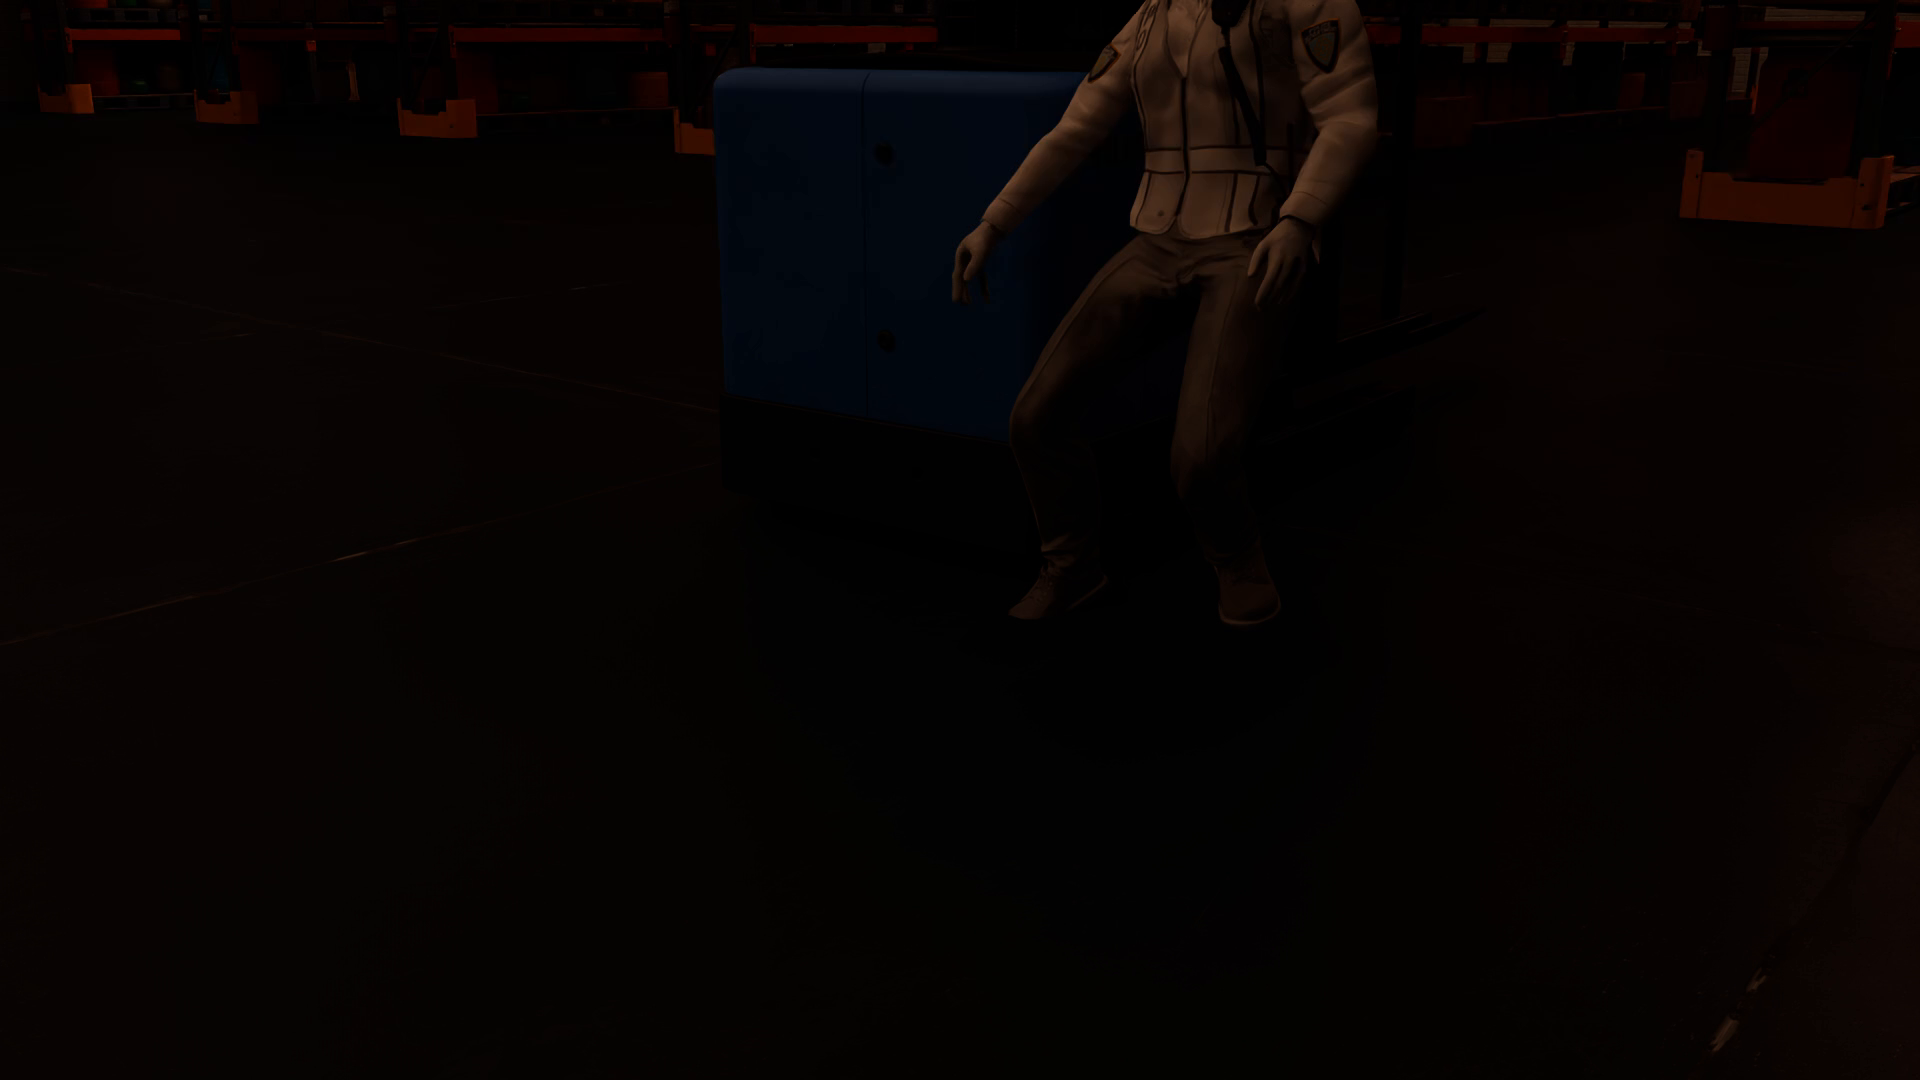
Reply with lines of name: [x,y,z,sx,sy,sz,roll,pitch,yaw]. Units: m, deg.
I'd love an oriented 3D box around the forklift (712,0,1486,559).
forklift: [0.694,-1.728,4.587,1.130,2.935,3.031,12,21,35]

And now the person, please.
person: [0.383,-0.507,3.053,0.490,1.598,0.721,-14,22,-38]
